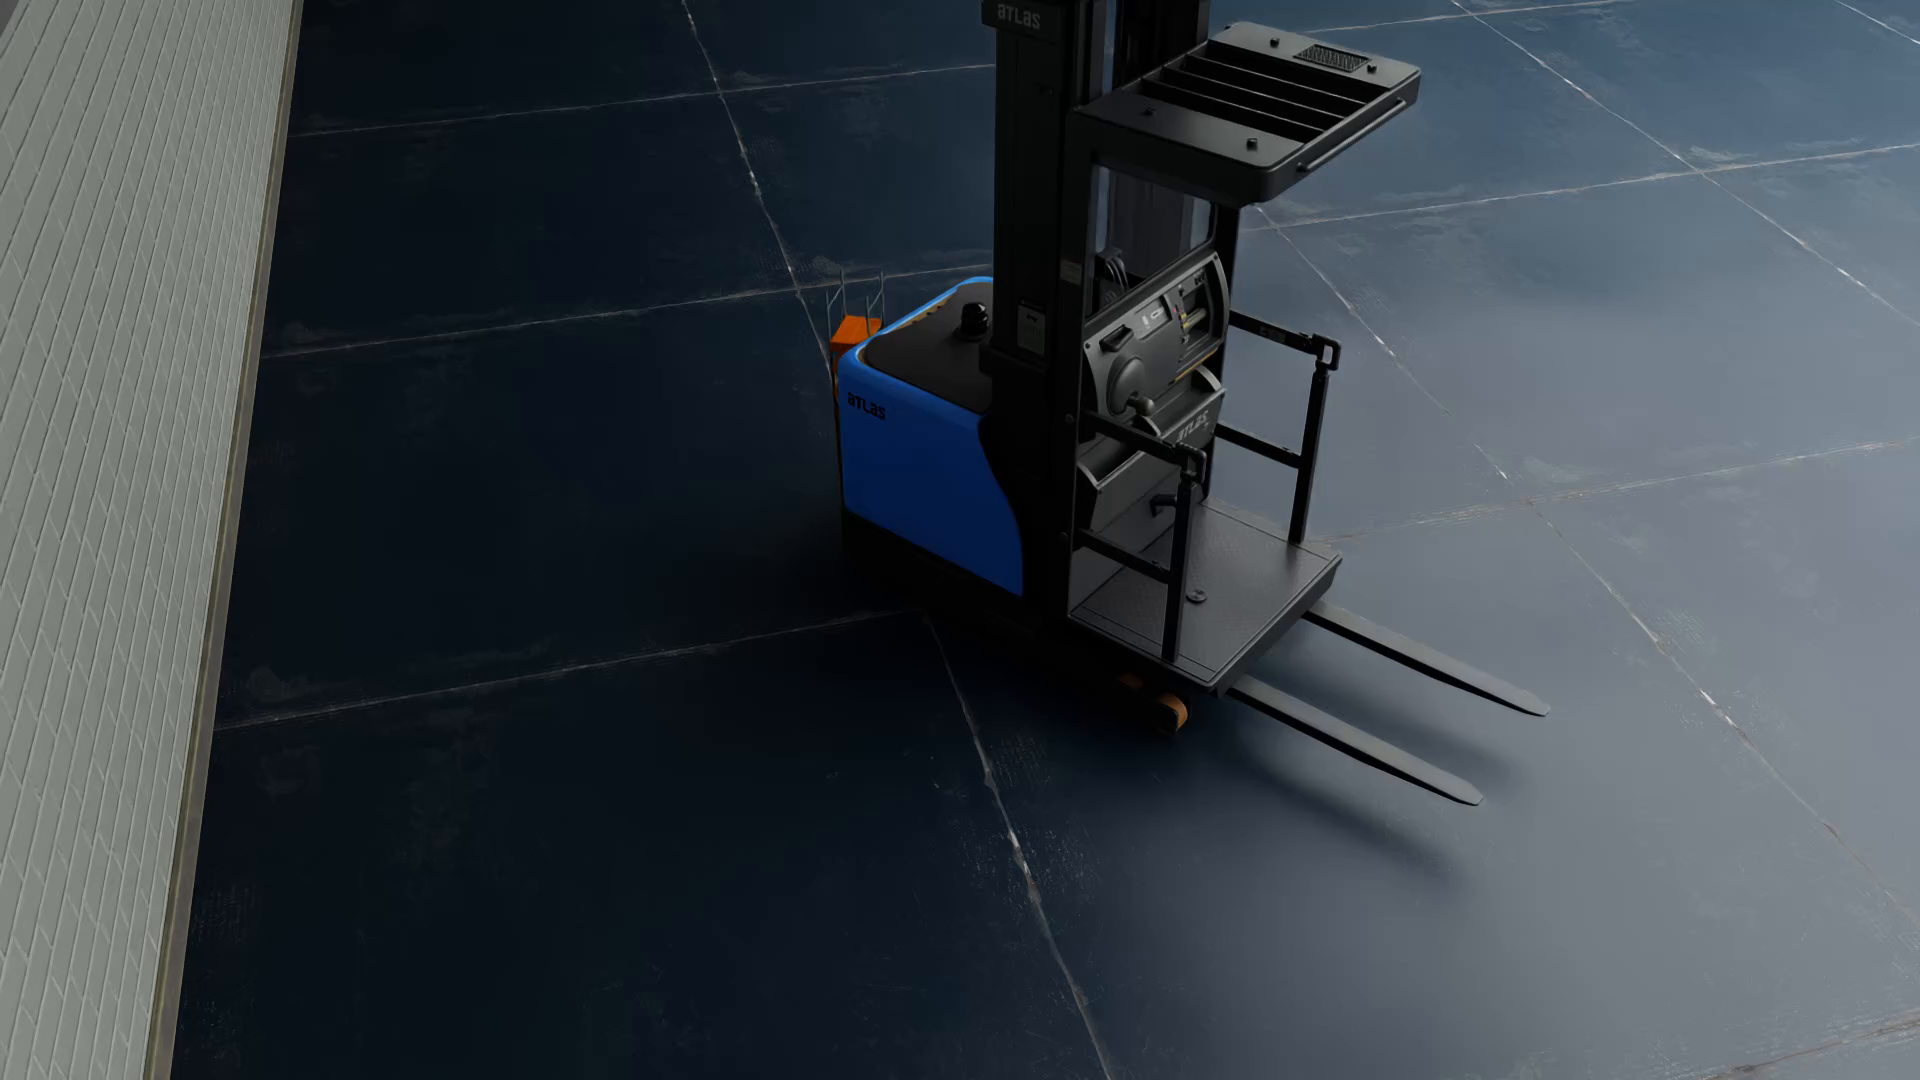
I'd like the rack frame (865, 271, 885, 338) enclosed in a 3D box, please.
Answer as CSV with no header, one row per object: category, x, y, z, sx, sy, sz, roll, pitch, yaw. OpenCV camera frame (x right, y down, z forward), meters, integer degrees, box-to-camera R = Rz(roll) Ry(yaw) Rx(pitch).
rack frame,-0.360,-0.632,7.582,0.006,1.200,0.240,8,38,12

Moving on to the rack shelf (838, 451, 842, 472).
rack shelf,-0.443,-0.417,7.773,0.180,0.103,0.258,8,38,12

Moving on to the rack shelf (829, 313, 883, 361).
rack shelf,-0.456,-0.896,7.411,0.180,0.103,0.258,8,38,12

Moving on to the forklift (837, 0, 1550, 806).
forklift,0.929,-0.746,6.313,3.031,2.935,1.130,26,45,30

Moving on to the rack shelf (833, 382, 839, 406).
rack shelf,-0.451,-0.704,7.555,0.180,0.103,0.258,8,38,12

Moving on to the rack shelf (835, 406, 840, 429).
rack shelf,-0.448,-0.609,7.628,0.180,0.103,0.258,8,38,12

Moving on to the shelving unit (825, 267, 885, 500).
shelving unit,-0.449,-0.644,7.601,0.189,1.200,0.258,8,38,12

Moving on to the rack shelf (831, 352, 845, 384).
rack shelf,-0.453,-0.800,7.483,0.180,0.103,0.258,8,38,12

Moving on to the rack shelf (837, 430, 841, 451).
rack shelf,-0.445,-0.513,7.700,0.180,0.103,0.258,8,38,12

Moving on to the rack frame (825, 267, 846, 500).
rack frame,-0.538,-0.656,7.620,0.006,1.200,0.240,8,38,12
